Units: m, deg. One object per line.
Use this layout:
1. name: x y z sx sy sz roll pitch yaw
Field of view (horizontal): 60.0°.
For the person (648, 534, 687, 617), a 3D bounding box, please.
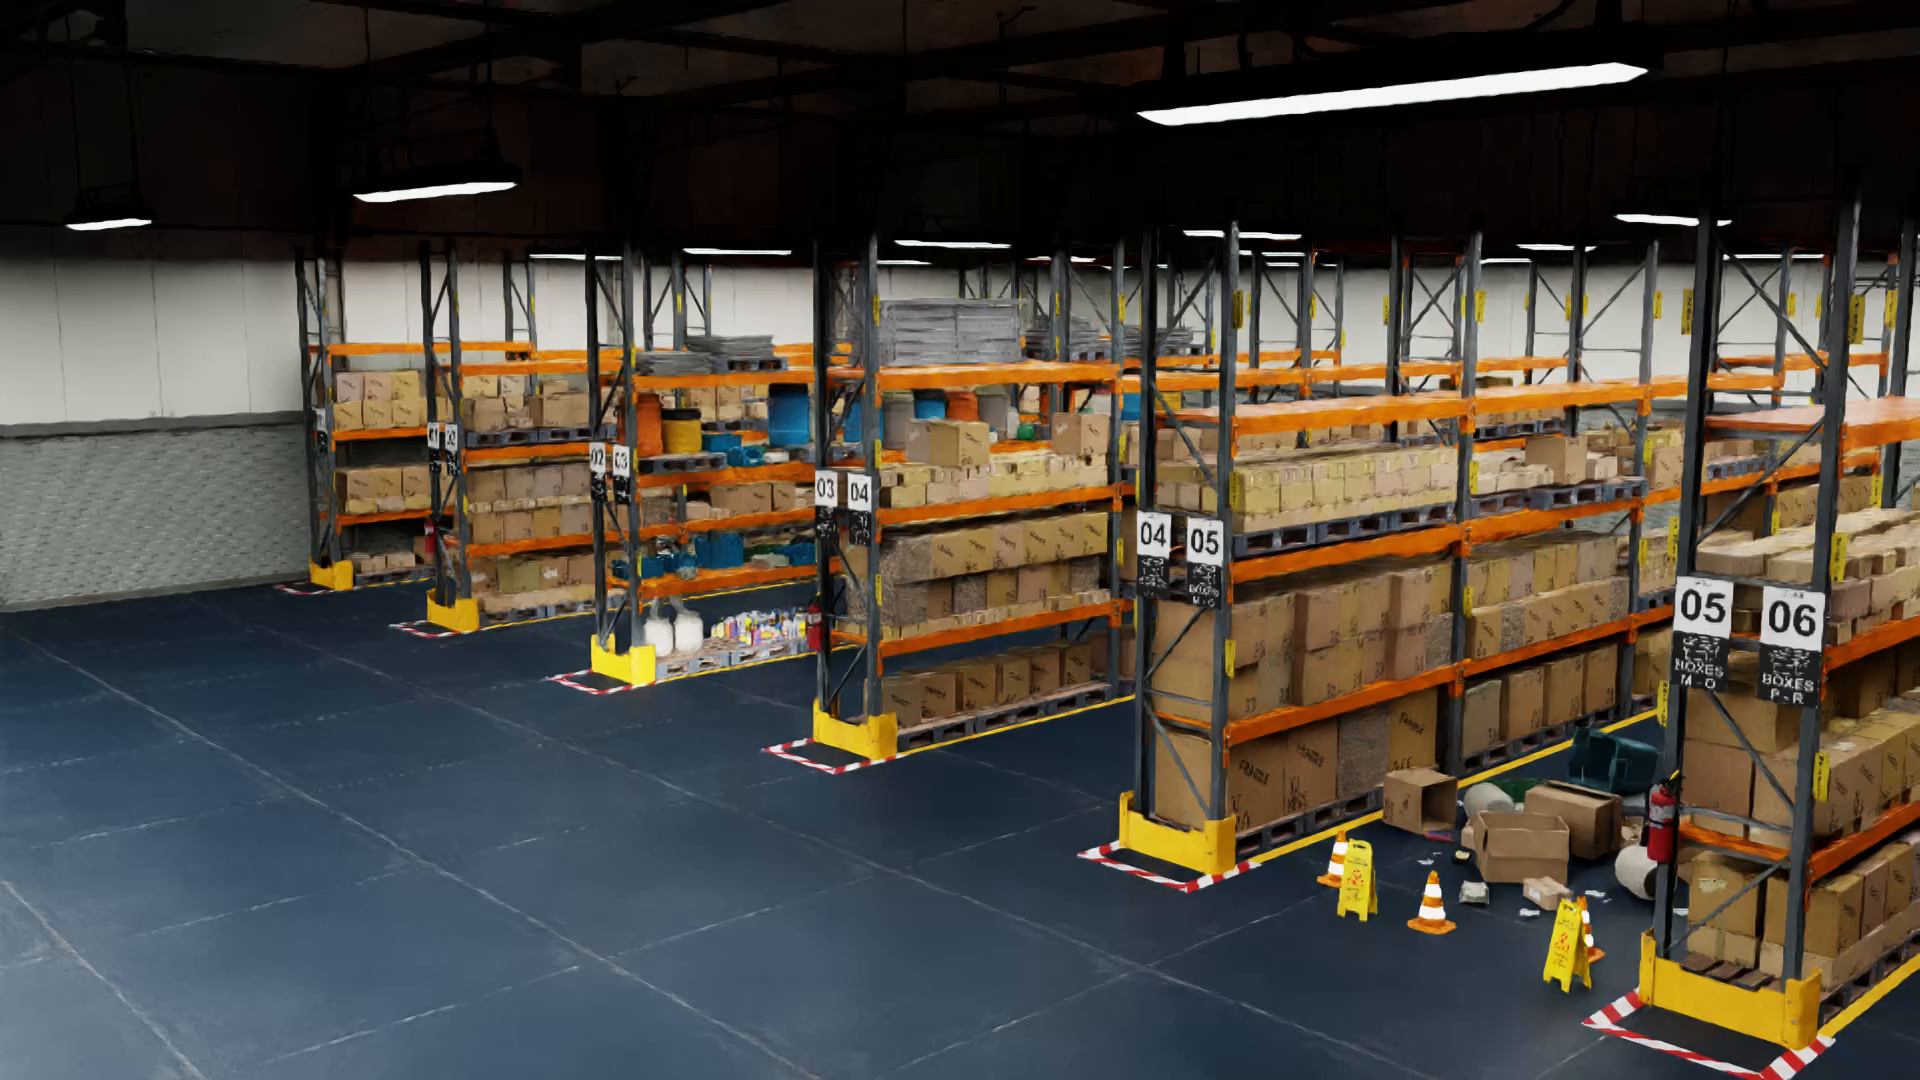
1. person: -4.425 0.698 24.949 0.989 1.621 0.481 -6 10 -33
